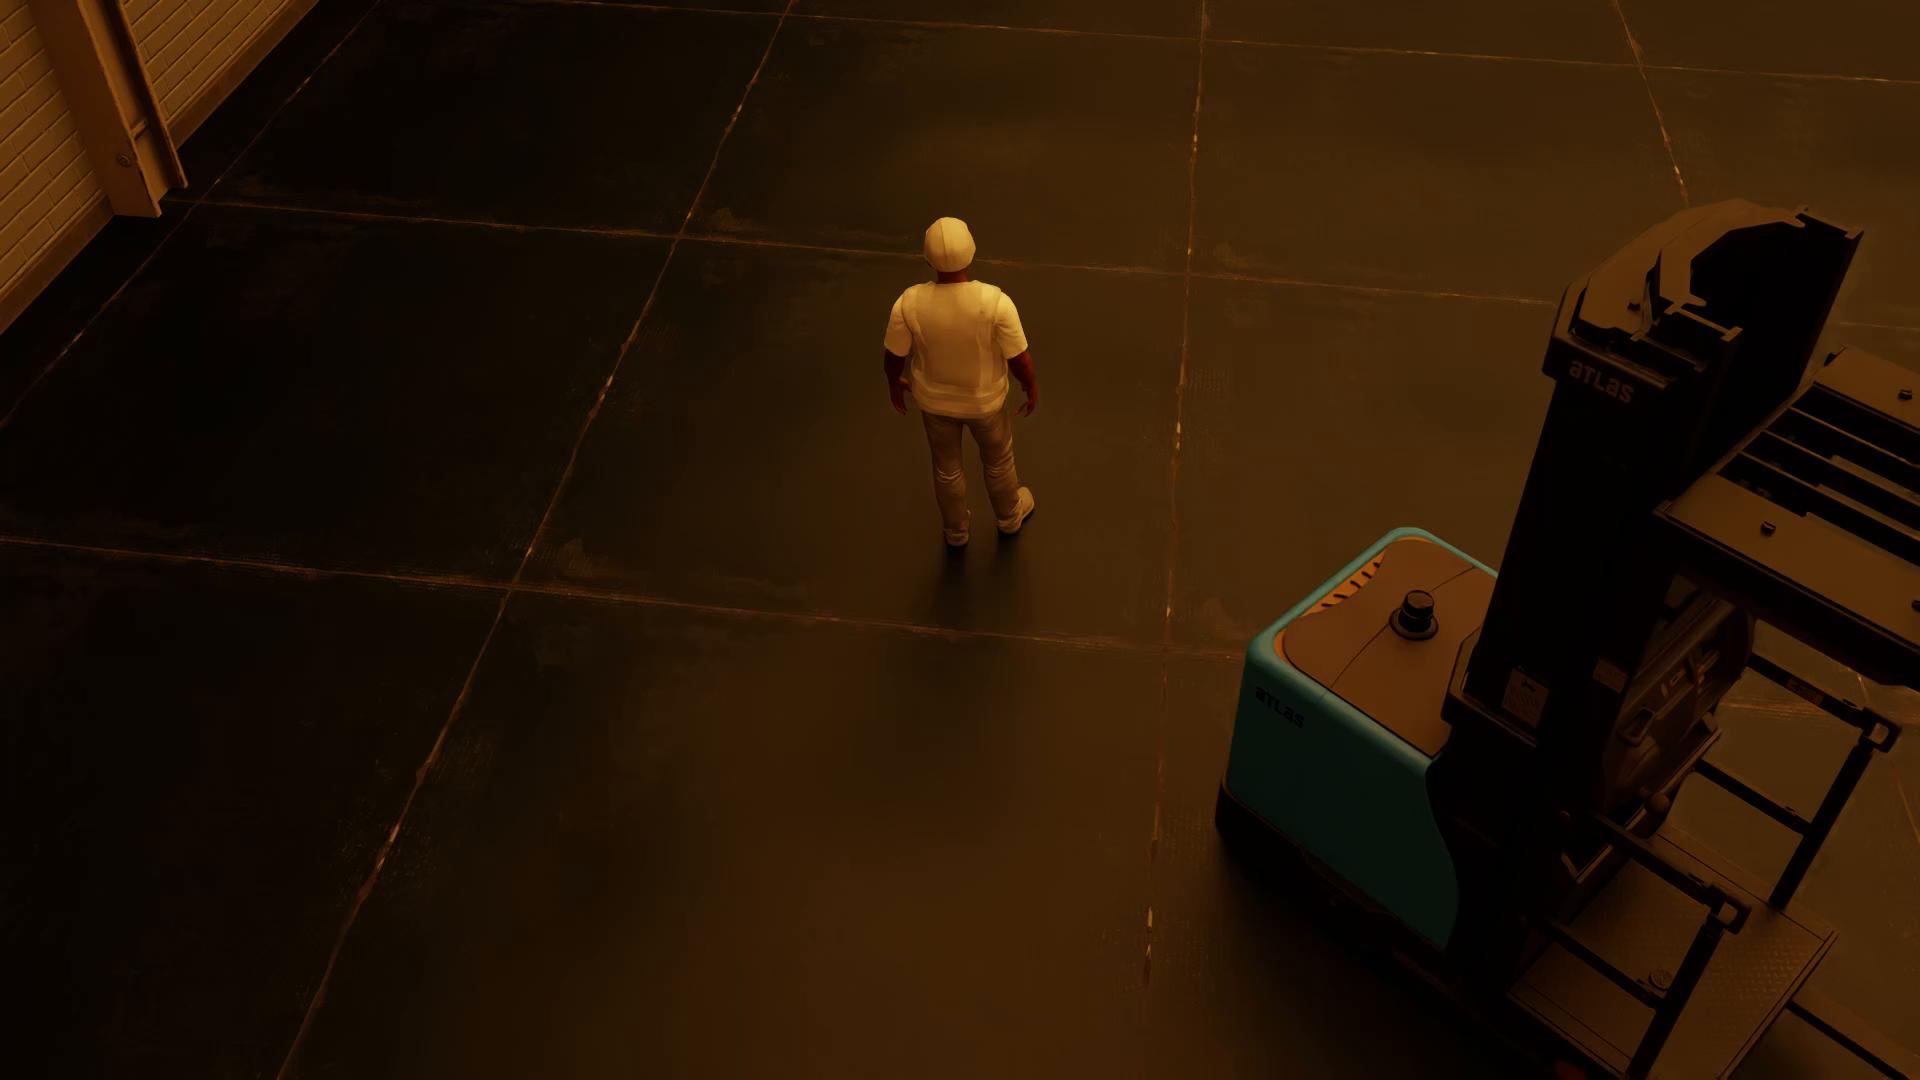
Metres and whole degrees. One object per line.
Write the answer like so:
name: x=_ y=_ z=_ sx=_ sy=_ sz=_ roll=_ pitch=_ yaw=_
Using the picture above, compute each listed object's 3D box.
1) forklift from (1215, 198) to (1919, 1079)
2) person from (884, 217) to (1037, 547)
forklift: x=2.388 y=0.581 z=5.092 sx=1.130 sy=2.935 sz=3.031 roll=-33 pitch=52 yaw=-31
person: x=0.016 y=-0.702 z=7.338 sx=0.665 sy=1.765 sz=0.577 roll=5 pitch=43 yaw=6
